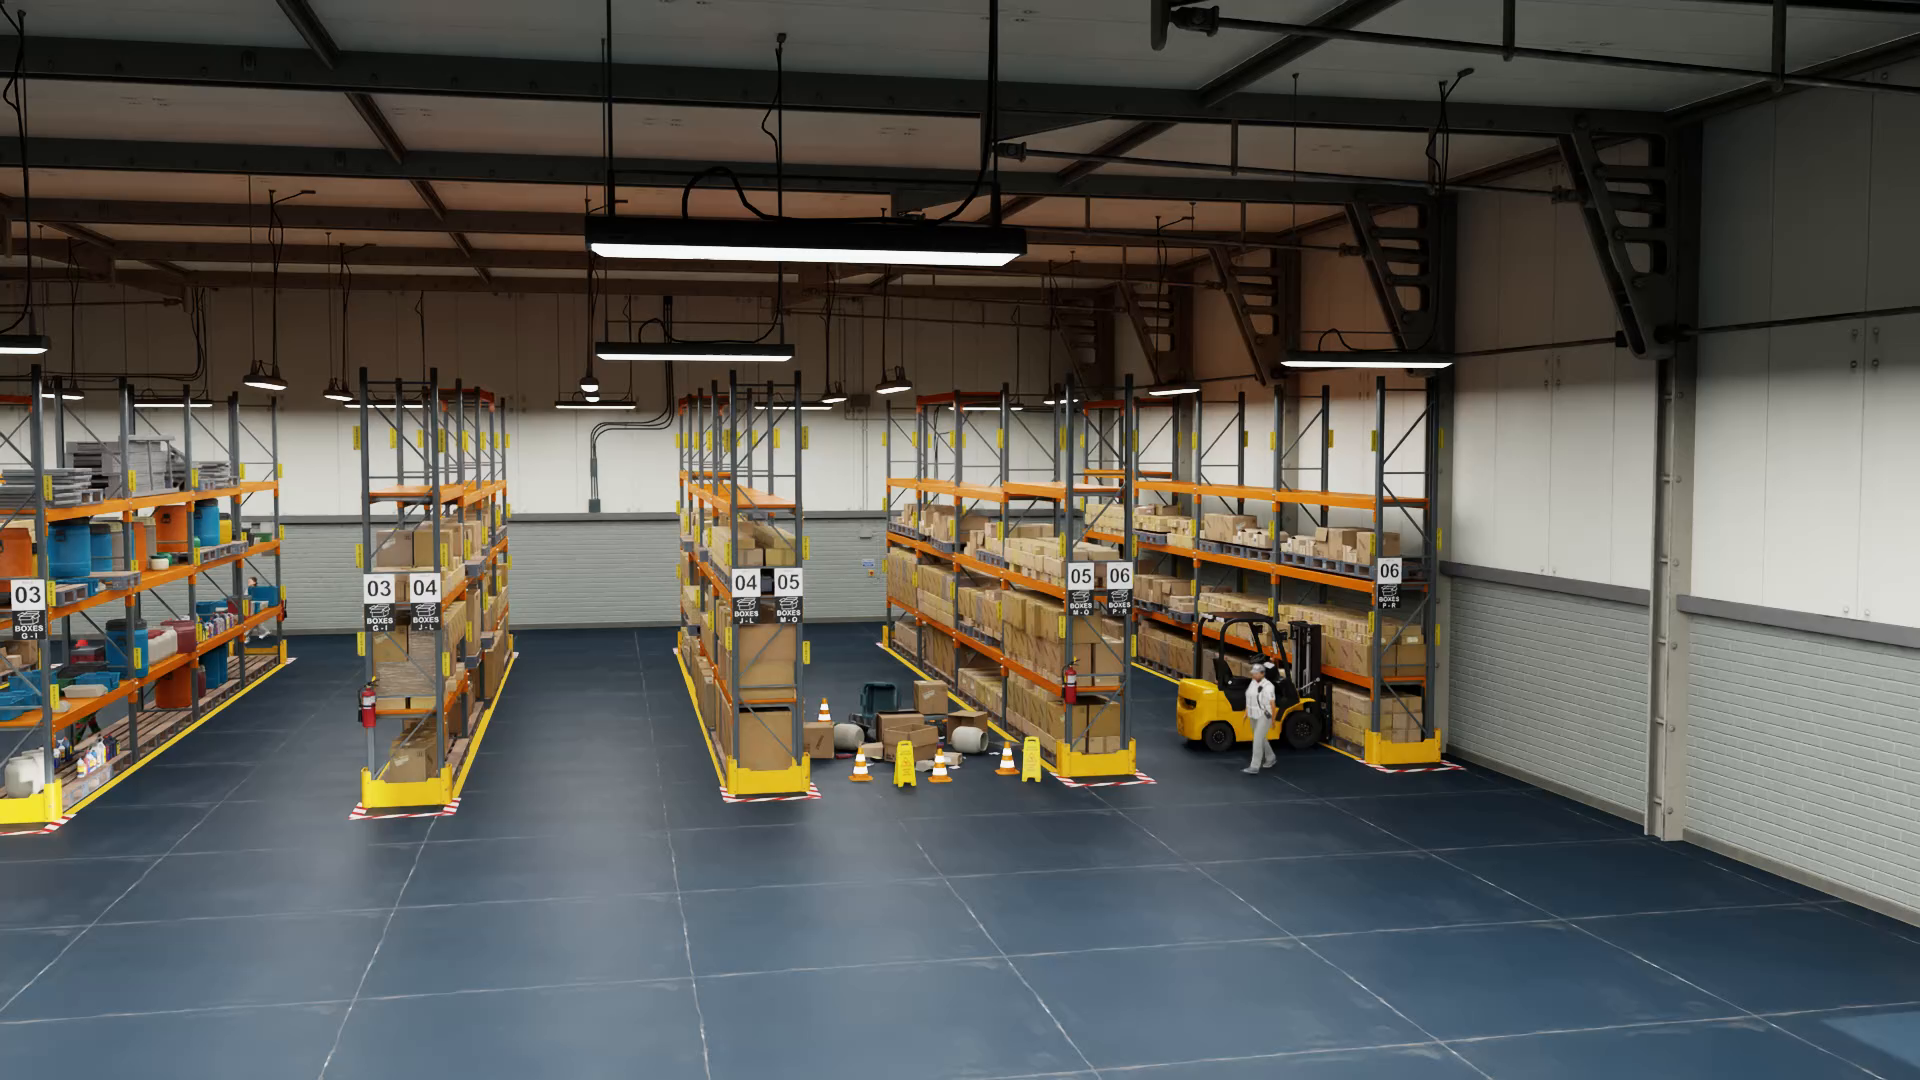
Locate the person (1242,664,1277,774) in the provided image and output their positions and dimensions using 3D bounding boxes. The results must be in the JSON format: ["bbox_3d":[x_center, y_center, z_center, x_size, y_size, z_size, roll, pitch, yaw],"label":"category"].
[{"bbox_3d":[4.541,2.688,25.176,0.842,1.640,0.478,-2,4,-27],"label":"person"}]

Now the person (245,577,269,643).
[{"bbox_3d":[-17.545,1.725,41.323,0.463,1.641,0.958,2,4,28],"label":"person"}]

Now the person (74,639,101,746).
[{"bbox_3d":[-14.488,2.493,27.467,0.530,1.721,1.058,0,3,2],"label":"person"}]
